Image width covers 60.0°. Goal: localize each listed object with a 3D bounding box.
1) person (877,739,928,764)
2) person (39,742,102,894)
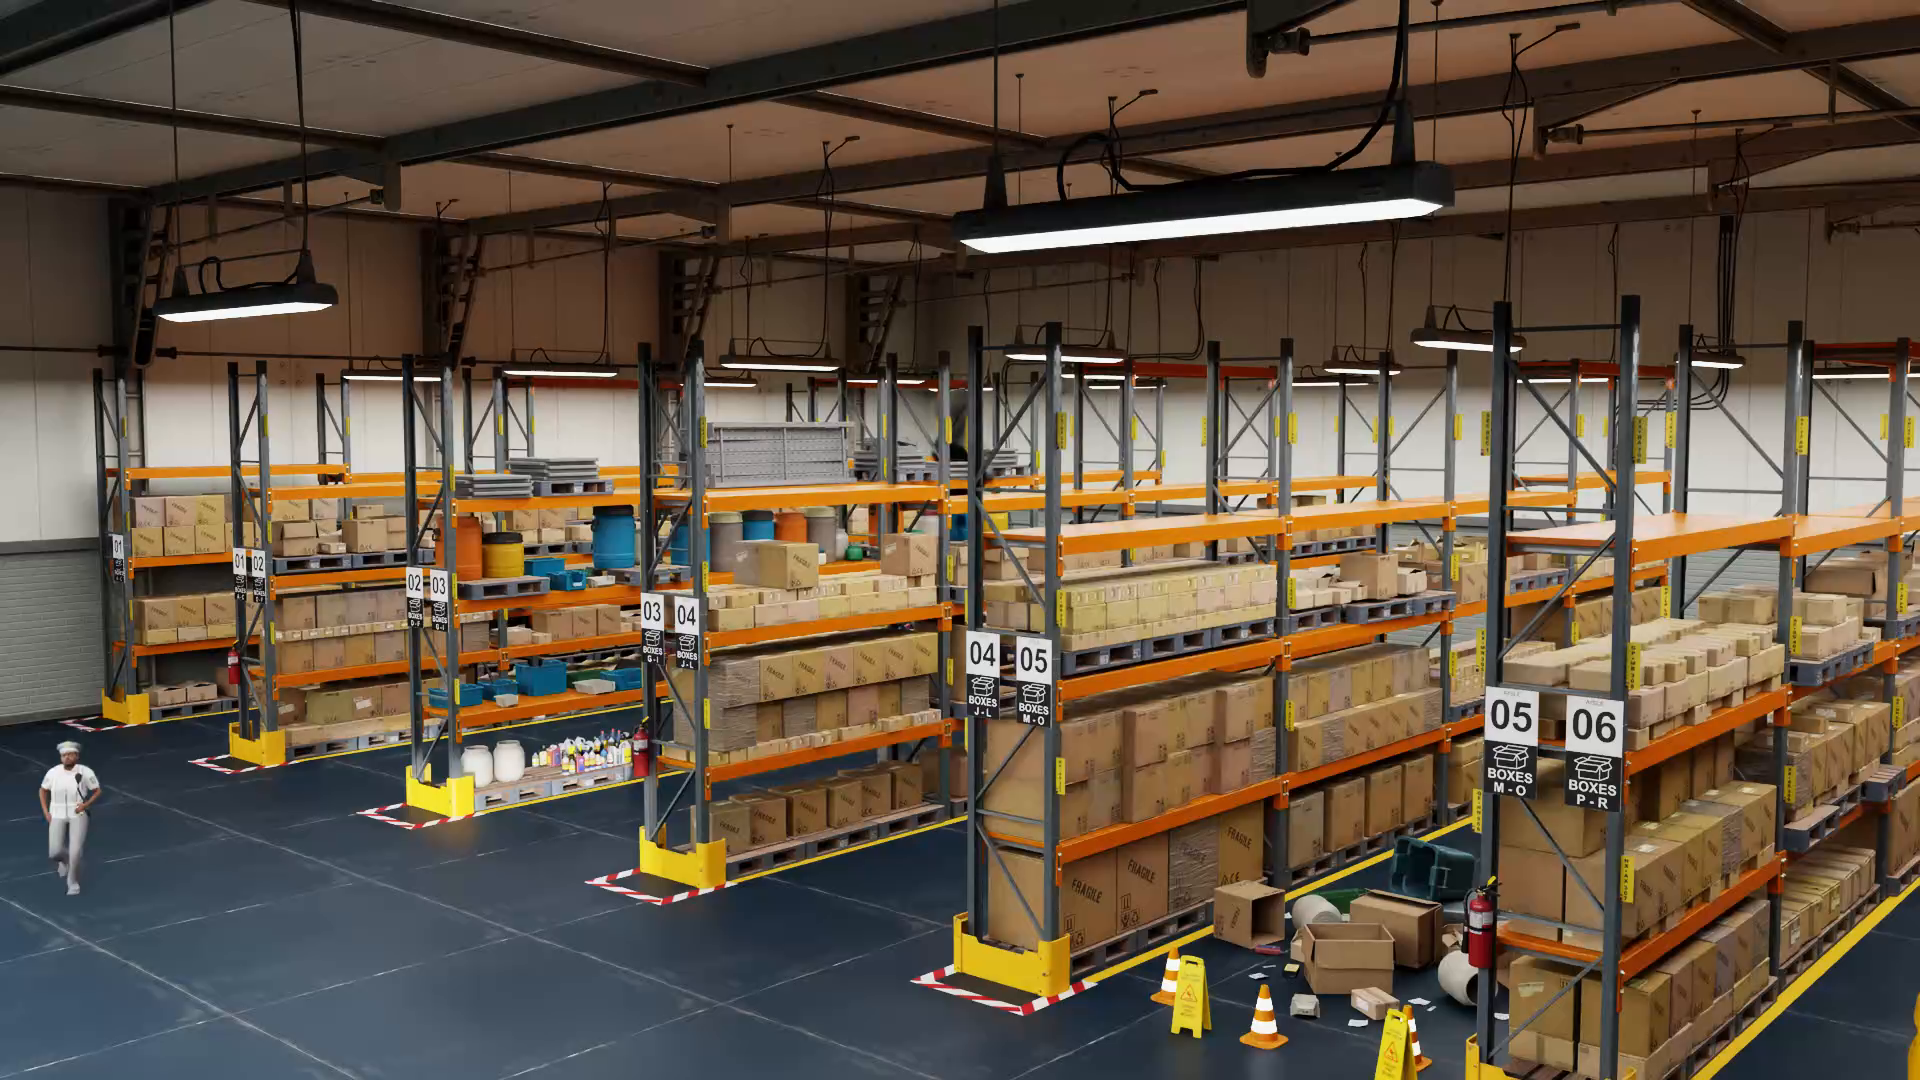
[{"bbox_3d":[-0.808,2.536,23.885,0.668,1.837,1.085,3,5,34],"label":"person"},{"bbox_3d":[-9.688,3.009,18.102,0.625,1.662,0.533,-1,4,-17],"label":"person"}]
